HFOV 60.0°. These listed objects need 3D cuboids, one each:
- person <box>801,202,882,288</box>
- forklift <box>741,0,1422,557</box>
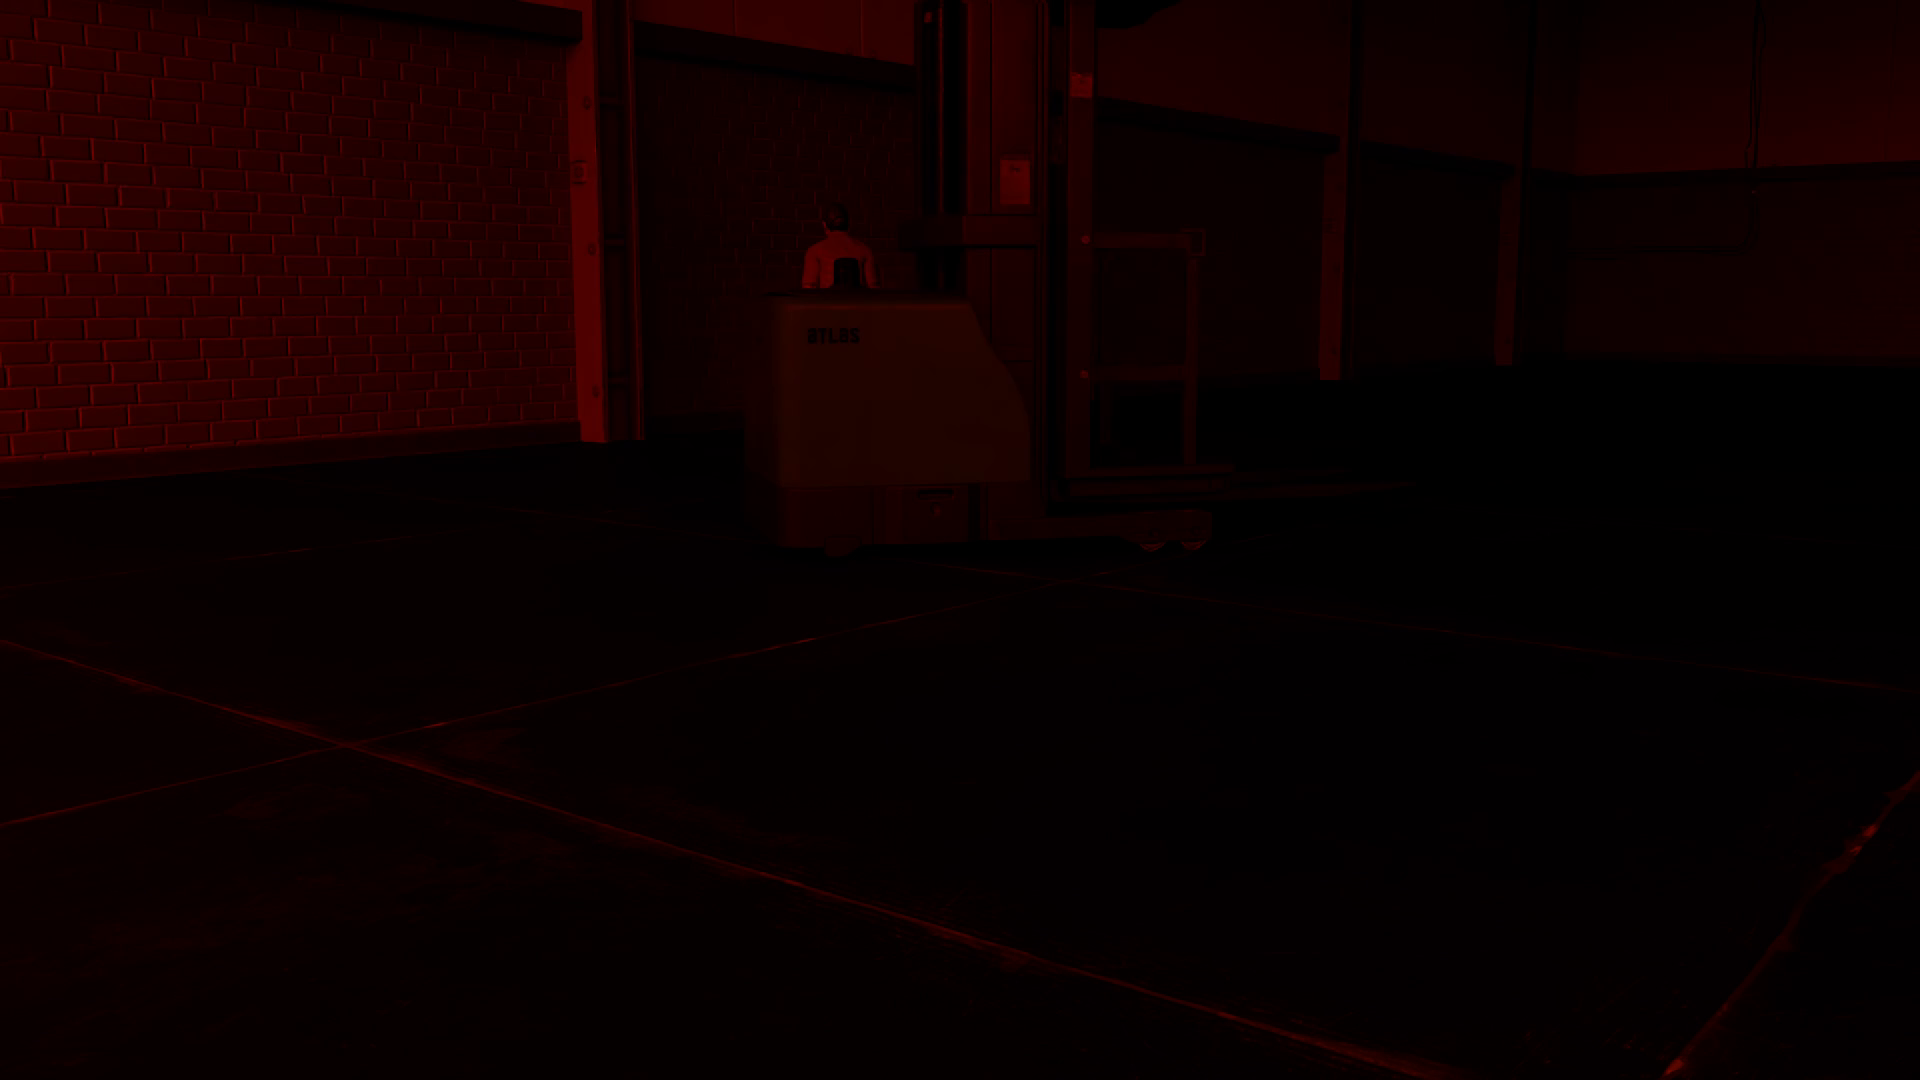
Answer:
[{"bbox_3d":[-0.738,-1.255,10.347,0.529,1.640,0.380,-2,9,-13],"label":"person"},{"bbox_3d":[0.585,-1.477,7.373,3.031,2.935,1.130,-2,9,-16],"label":"forklift"}]
